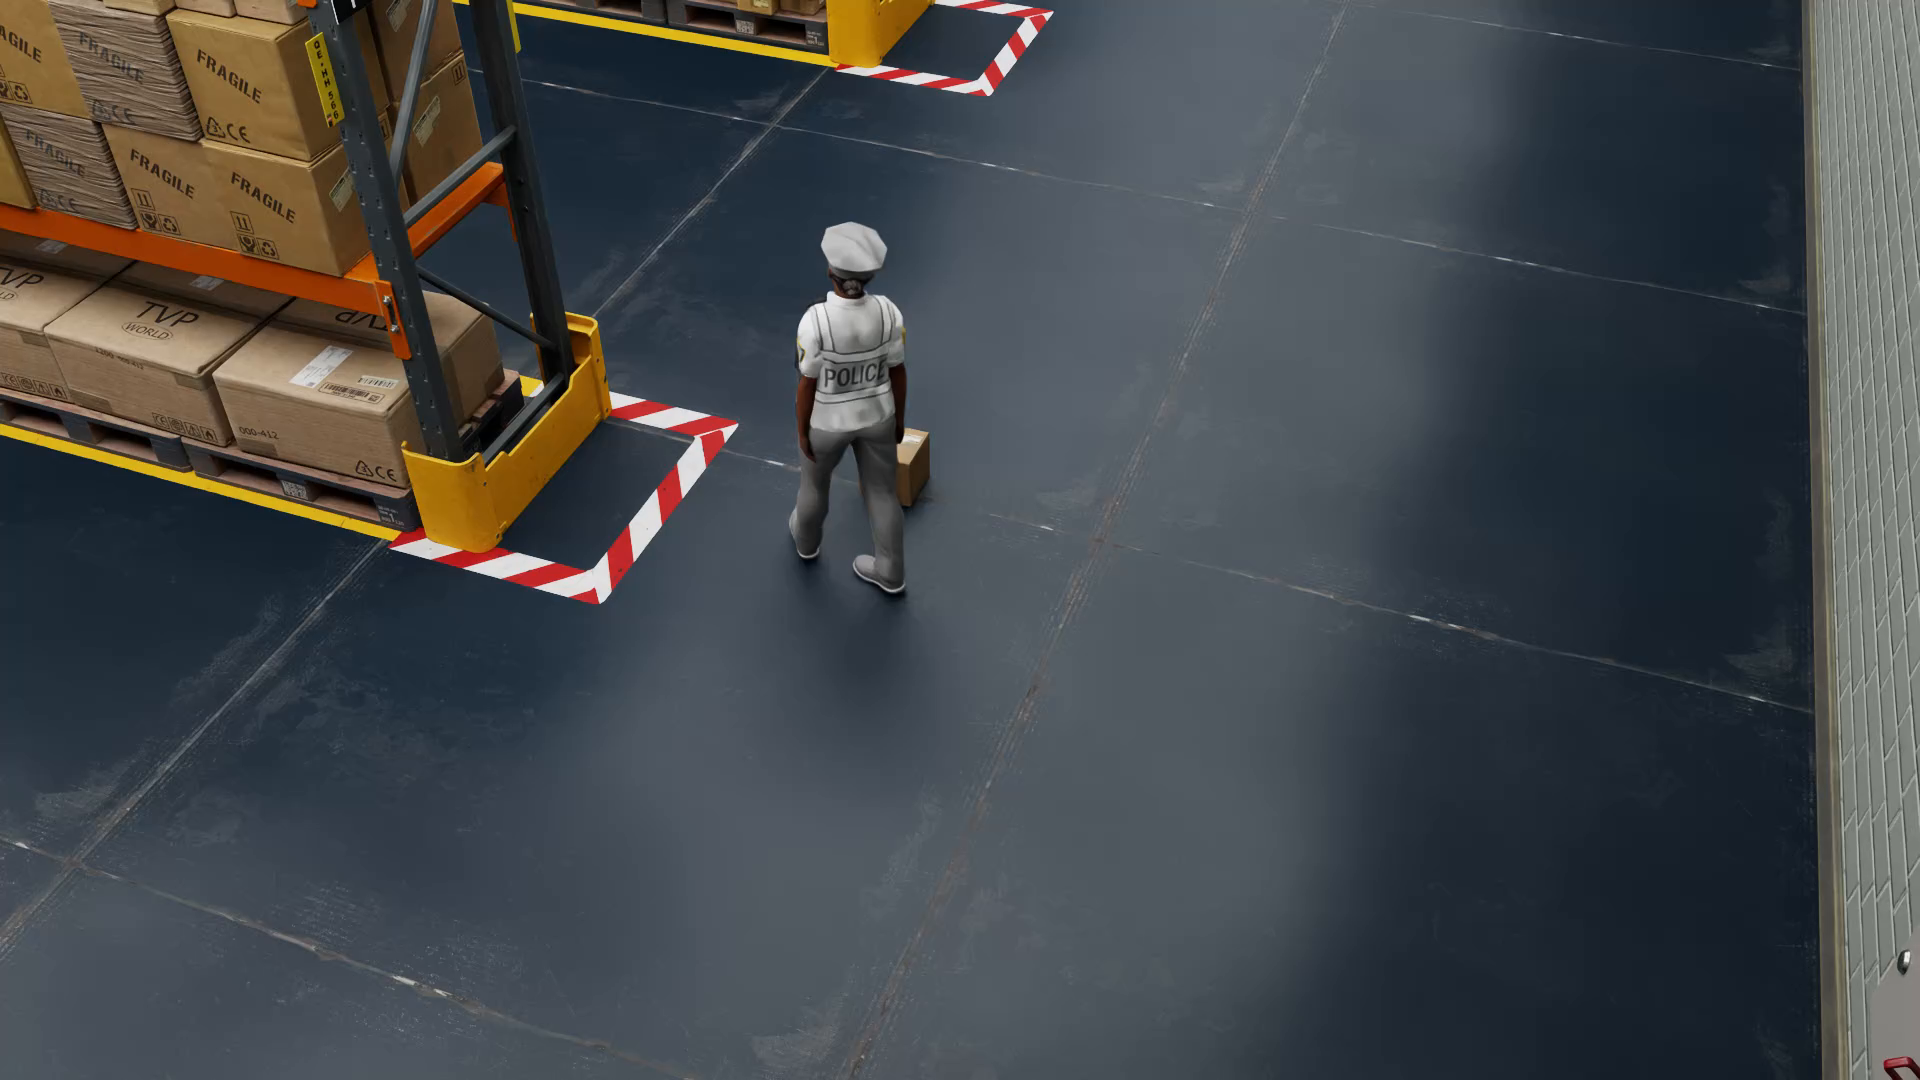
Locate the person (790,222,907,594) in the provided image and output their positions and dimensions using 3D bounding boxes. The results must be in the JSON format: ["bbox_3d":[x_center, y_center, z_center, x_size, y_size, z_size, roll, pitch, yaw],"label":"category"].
[{"bbox_3d":[-0.474,-0.545,6.758,0.468,1.673,0.626,-13,43,-14],"label":"person"}]
